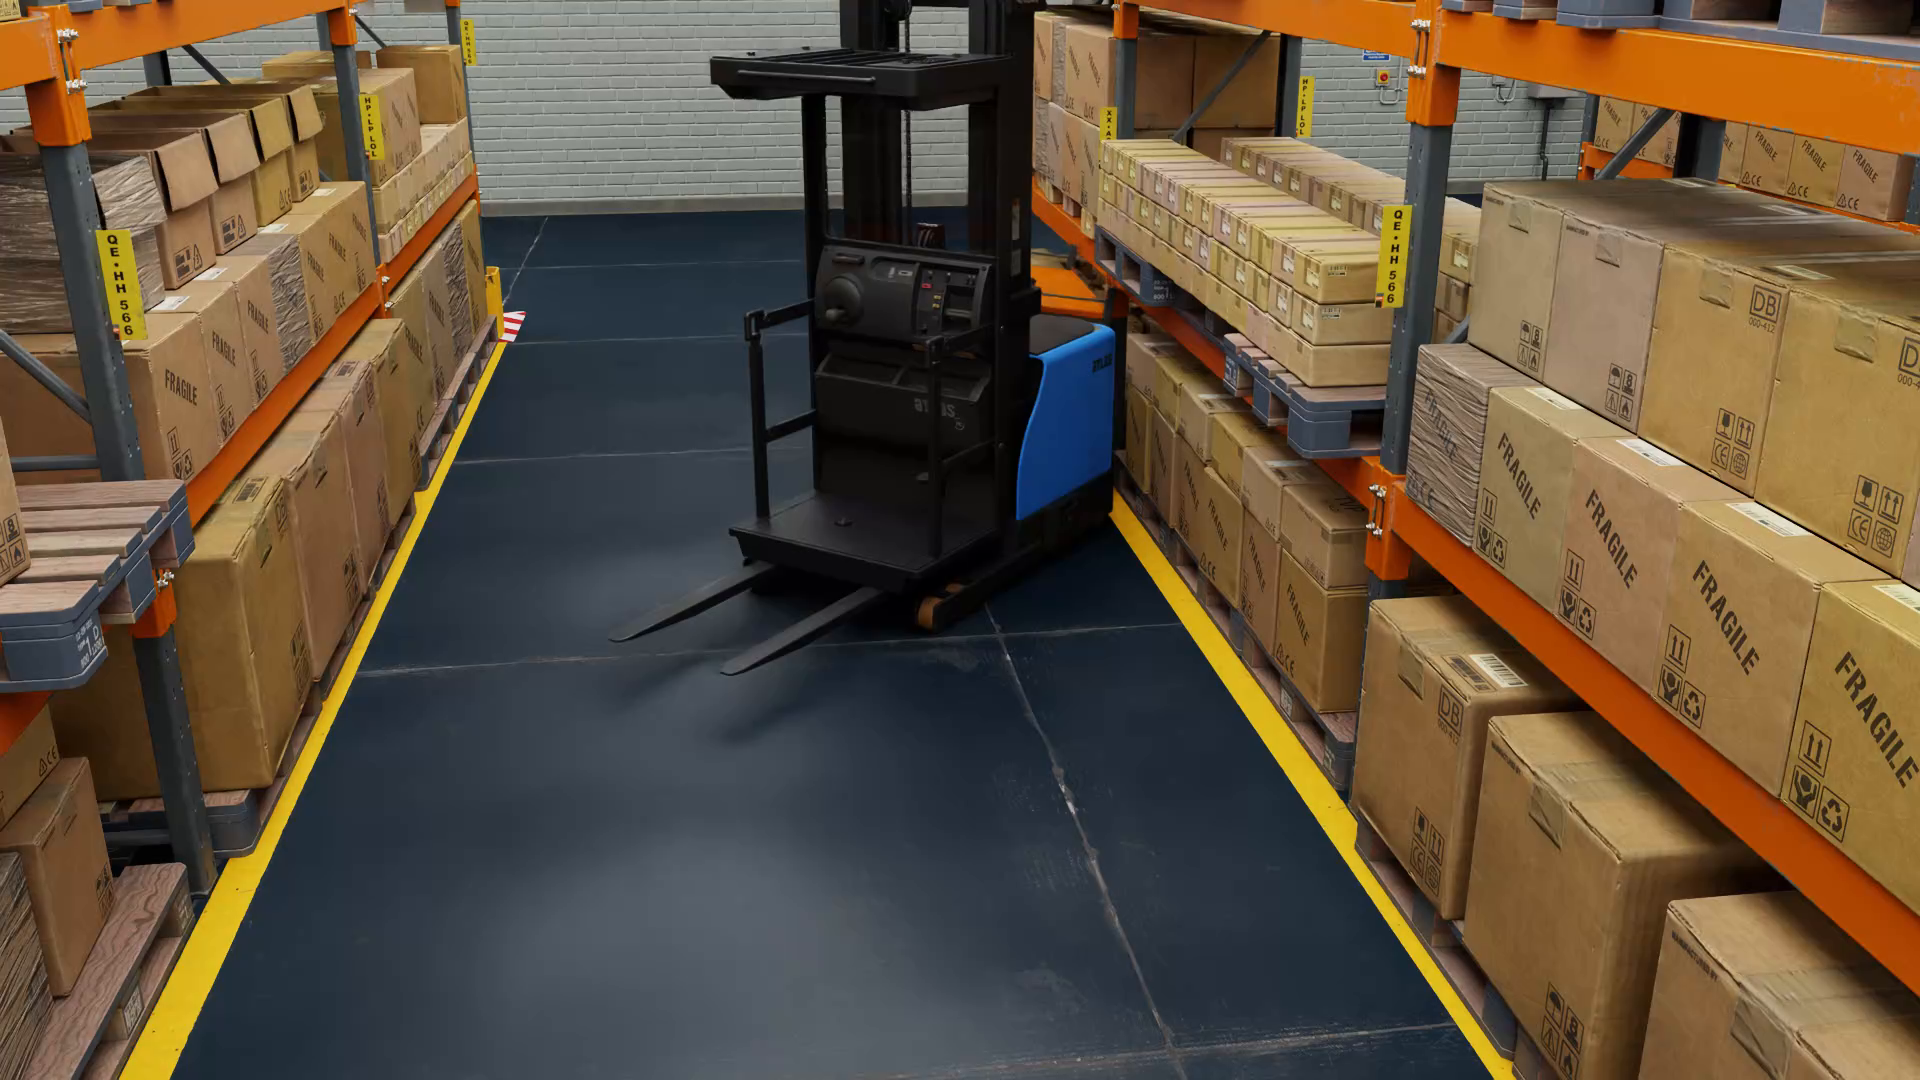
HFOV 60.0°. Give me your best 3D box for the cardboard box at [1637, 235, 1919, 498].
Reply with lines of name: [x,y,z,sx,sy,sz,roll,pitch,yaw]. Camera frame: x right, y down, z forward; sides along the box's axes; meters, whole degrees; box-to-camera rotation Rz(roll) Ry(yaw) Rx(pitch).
cardboard box: [2.125,-0.434,4.018,0.700,0.500,0.500,-3,21,-9]

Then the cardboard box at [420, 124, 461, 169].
cardboard box: [-3.751,-2.721,11.502,0.500,0.250,0.500,-3,21,-9]

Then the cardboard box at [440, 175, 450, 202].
cardboard box: [-3.592,-2.314,10.983,0.380,0.149,0.250,-3,21,-8]

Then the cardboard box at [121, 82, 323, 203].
cardboard box: [-3.479,-1.893,7.920,0.797,0.503,0.637,-3,21,-9]

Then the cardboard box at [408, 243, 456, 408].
cardboard box: [-3.725,-1.342,10.459,0.875,0.875,0.875,-3,21,-8]

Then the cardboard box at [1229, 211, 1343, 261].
cardboard box: [1.282,-1.201,6.554,0.380,0.149,0.250,-2,21,-6]

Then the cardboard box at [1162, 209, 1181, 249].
cardboard box: [1.139,-1.417,7.556,0.380,0.149,0.250,-3,21,-9]

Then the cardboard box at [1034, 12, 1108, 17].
cardboard box: [0.701,-3.327,11.339,0.500,0.500,0.500,-3,21,-9]

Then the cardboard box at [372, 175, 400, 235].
cardboard box: [-3.388,-1.842,9.149,0.500,0.250,0.500,-3,21,-9]

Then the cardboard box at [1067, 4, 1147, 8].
cardboard box: [1.079,-3.705,12.353,0.500,0.500,0.500,-3,21,-9]

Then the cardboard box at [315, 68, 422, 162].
cardboard box: [-3.538,-2.547,9.965,0.500,0.500,0.500,-4,21,-9]

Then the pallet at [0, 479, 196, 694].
pallet: [-2.794,0.119,4.383,1.213,0.211,1.003,-3,21,-8]

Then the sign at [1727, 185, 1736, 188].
sign: [2.469,-0.998,5.447,0.100,0.325,0.005,-3,21,-8]

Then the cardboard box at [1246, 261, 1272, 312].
cardboard box: [1.318,-0.977,6.378,0.380,0.149,0.250,-2,21,-6]

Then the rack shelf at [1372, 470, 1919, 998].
rack shelf: [2.209,0.603,3.844,1.077,0.370,4.000,-3,21,-8]

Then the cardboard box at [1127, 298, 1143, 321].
cardboard box: [1.296,-1.536,11.167,0.380,0.149,0.250,-4,21,-10]

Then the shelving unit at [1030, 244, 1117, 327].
shelving unit: [0.450,-1.084,9.733,0.538,1.125,1.048,5,22,-11]

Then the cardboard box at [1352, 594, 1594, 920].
cardboard box: [1.919,0.646,5.316,1.050,0.750,0.750,-3,21,-8]

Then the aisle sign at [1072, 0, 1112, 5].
aisle sign: [1.053,-4.455,12.641,0.394,0.787,0.004,-3,21,-8]

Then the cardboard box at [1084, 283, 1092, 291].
cardboard box: [0.716,-1.683,11.560,0.380,0.149,0.250,-3,21,-7]

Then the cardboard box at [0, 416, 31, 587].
cardboard box: [-2.706,-0.082,3.906,0.700,0.500,0.500,0,20,0]

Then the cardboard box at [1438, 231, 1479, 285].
cardboard box: [2.004,-1.047,6.142,0.380,0.149,0.250,-3,21,-9]

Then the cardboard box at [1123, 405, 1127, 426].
cardboard box: [0.950,-0.792,10.023,0.380,0.149,0.250,-3,21,-7]

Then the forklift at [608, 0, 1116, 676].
forklift: [-0.389,-1.136,7.568,1.130,2.935,3.031,12,24,30]

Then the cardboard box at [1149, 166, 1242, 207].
cardboard box: [1.097,-1.650,7.755,0.380,0.149,0.250,-3,21,-8]

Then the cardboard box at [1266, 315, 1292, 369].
cardboard box: [1.360,-0.740,6.168,0.380,0.149,0.250,-3,21,-8]

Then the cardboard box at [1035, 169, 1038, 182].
cardboard box: [0.741,-2.591,11.724,0.380,0.149,0.250,-3,21,-8]

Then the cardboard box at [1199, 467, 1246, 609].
cardboard box: [1.403,-0.030,7.480,0.500,0.500,0.500,-4,21,-10]

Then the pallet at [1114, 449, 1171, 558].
pallet: [1.457,-0.236,9.046,1.003,0.211,1.213,-3,21,-8]

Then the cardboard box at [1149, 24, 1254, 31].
cardboard box: [1.430,-2.814,9.965,0.500,0.500,0.500,-4,21,-9]

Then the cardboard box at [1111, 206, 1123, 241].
cardboard box: [0.991,-1.636,8.567,0.380,0.149,0.250,-3,21,-7]

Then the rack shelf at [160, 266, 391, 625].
rack shelf: [-3.291,-0.567,6.976,1.077,0.370,4.000,-3,21,-8]

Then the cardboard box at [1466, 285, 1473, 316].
cardboard box: [2.049,-0.823,5.965,0.380,0.149,0.250,-2,21,-5]

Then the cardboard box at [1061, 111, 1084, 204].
cardboard box: [0.921,-2.331,10.102,0.500,0.500,0.500,-3,21,-9]

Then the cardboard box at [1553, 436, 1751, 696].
cardboard box: [1.866,0.046,4.163,0.500,0.500,0.500,-3,21,-8]

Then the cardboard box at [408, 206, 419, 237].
cardboard box: [-3.409,-1.871,9.798,0.380,0.149,0.250,-3,21,-9]

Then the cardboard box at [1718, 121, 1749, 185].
cardboard box: [5.681,-2.824,11.848,0.500,0.500,0.500,-2,21,-6]

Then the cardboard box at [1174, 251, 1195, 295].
cardboard box: [1.172,-1.192,7.380,0.380,0.149,0.250,-4,21,-10]

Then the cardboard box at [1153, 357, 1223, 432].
cardboard box: [1.268,-0.735,8.299,0.500,0.250,0.500,-2,21,-6]

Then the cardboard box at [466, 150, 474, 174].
cardboard box: [-3.779,-2.757,12.170,0.380,0.149,0.250,-3,21,-7]

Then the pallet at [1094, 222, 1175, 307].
pallet: [1.310,-1.450,8.585,1.003,0.211,1.213,-3,21,-8]

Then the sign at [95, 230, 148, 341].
sign: [-2.467,-0.748,4.889,0.100,0.325,0.005,-3,21,-8]

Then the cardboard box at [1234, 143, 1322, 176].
cardboard box: [1.634,-1.947,8.552,0.380,0.149,0.250,-4,21,-9]

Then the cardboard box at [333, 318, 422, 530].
cardboard box: [-3.467,-0.577,8.412,1.225,0.875,0.875,-3,21,-8]

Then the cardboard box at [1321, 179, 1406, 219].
cardboard box: [1.822,-1.496,7.343,0.380,0.149,0.250,-3,21,-9]

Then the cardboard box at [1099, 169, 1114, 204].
cardboard box: [0.945,-1.871,8.771,0.380,0.149,0.250,-3,21,-7]

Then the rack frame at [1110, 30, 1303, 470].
rack frame: [1.344,-1.812,9.280,1.000,3.000,0.127,-3,21,-8]

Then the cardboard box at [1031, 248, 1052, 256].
cardboard box: [0.506,-2.138,12.778,0.380,0.149,0.250,-4,21,-10]

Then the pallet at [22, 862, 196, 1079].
pallet: [-2.891,1.365,4.759,1.003,0.211,1.213,-3,21,-8]

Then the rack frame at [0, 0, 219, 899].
rack frame: [-3.003,-0.212,4.996,1.000,3.000,0.127,-3,21,-8]

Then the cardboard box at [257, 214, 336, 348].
cardboard box: [-3.095,-1.143,7.347,0.500,0.500,0.500,-3,21,-8]

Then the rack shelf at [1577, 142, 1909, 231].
rack shelf: [5.939,-2.452,12.022,1.077,0.370,4.000,-3,21,-8]
